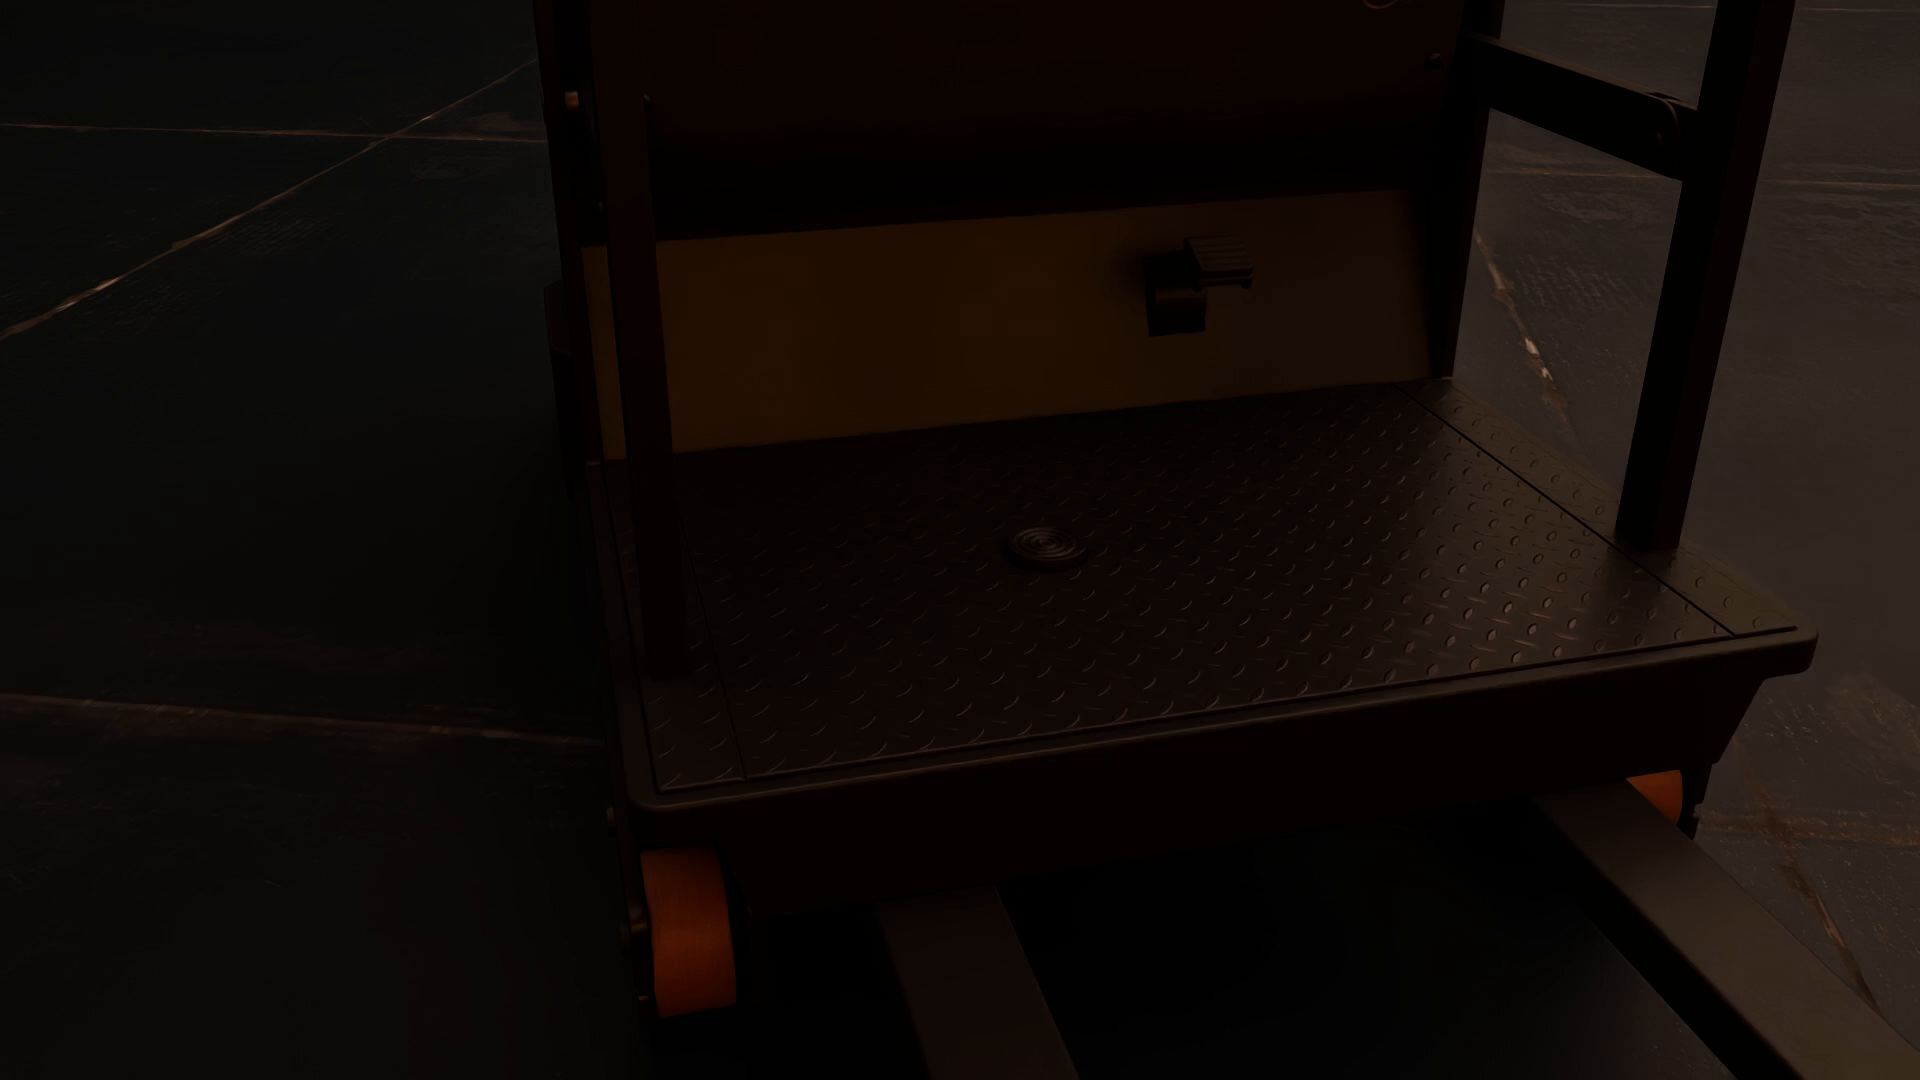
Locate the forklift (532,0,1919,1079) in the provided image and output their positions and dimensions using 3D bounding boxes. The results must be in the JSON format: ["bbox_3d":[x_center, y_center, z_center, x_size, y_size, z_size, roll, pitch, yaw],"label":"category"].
[{"bbox_3d":[0.153,-1.049,1.319,1.130,2.935,3.031,-7,27,-13],"label":"forklift"}]
